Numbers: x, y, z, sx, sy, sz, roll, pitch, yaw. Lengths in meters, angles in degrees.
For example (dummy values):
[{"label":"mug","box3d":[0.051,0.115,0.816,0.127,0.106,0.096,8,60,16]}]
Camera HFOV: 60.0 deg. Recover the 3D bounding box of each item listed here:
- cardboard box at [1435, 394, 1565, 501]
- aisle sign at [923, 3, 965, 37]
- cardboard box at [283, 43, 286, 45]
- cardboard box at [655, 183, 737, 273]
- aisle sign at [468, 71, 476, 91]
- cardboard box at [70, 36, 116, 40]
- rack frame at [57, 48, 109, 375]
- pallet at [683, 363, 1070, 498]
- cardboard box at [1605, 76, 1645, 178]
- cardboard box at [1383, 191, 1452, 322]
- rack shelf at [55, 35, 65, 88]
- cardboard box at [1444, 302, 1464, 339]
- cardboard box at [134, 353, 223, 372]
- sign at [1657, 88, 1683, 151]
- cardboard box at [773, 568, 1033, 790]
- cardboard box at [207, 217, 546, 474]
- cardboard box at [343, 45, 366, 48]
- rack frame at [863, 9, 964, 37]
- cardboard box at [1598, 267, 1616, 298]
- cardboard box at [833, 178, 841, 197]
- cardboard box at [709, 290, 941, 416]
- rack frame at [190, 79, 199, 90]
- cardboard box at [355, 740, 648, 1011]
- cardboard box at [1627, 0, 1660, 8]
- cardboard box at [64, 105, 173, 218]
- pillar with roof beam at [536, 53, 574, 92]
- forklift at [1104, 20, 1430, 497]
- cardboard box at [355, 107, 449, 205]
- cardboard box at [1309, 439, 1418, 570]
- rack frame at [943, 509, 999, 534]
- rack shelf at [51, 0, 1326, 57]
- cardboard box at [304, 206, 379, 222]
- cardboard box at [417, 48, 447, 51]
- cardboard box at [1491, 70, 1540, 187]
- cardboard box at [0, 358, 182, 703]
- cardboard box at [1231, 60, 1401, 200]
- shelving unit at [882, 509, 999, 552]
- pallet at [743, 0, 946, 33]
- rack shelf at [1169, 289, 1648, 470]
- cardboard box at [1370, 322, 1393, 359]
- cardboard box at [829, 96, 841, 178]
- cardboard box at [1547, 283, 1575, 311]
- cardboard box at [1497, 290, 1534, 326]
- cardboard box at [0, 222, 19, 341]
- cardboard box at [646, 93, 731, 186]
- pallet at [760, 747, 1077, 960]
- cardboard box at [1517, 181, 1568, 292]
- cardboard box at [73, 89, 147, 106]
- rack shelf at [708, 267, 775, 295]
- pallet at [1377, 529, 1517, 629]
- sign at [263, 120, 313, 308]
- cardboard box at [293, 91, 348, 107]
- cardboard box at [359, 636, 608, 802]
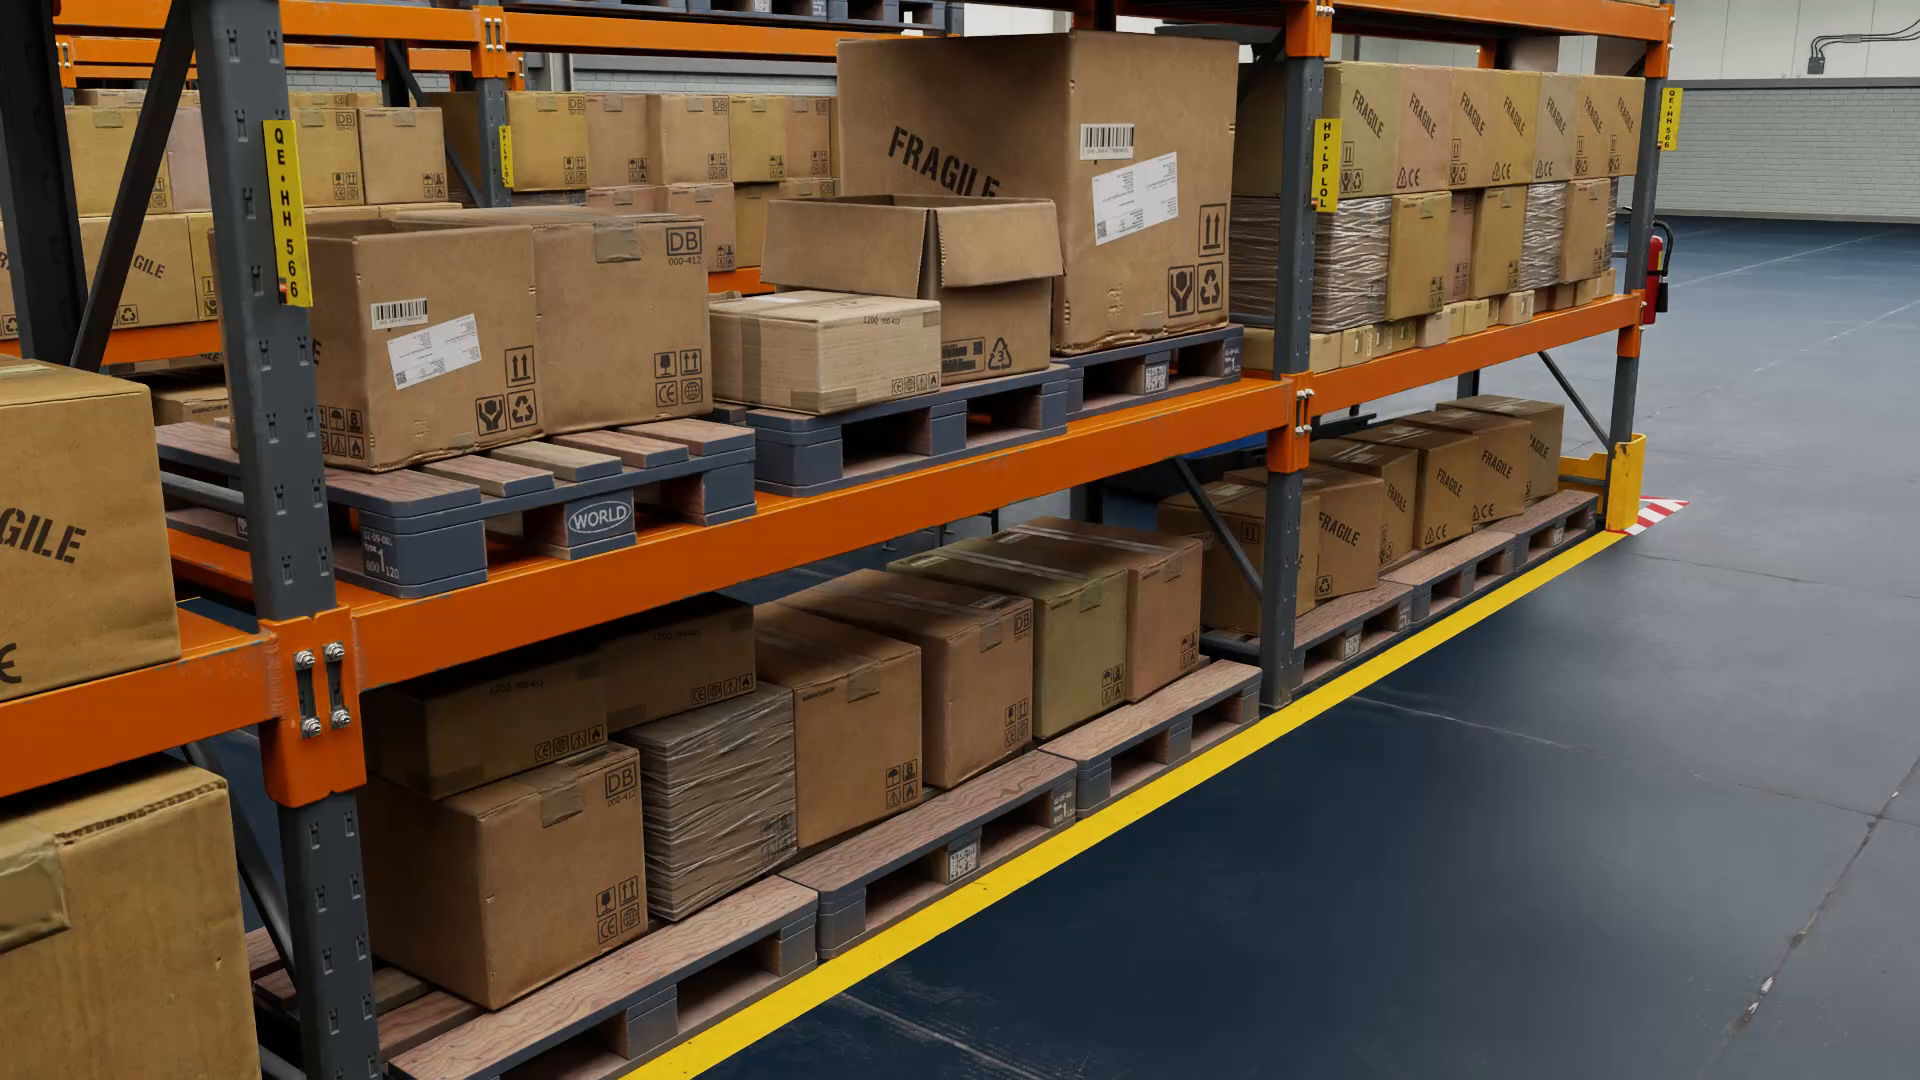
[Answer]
[{"label":"cardboard box","box3d":[2.991,-0.512,9.269,0.500,0.500,0.500,-12,18,-39]},{"label":"aisle sign","box3d":[-0.120,-3.651,12.122,0.394,0.787,0.004,11,18,38]},{"label":"cardboard box","box3d":[-5.561,-3.991,13.161,0.380,0.149,0.250,11,18,36]},{"label":"cardboard box","box3d":[-1.930,-1.997,10.587,0.875,0.550,0.550,11,18,38]},{"label":"aisle sign","box3d":[-4.514,-4.490,15.426,0.394,0.787,0.004,11,18,38]},{"label":"cardboard box","box3d":[-6.435,-3.758,12.243,0.380,0.149,0.250,11,18,37]},{"label":"rack frame","box3d":[-6.826,-2.404,12.495,1.000,3.000,0.127,11,18,38]},{"label":"pallet","box3d":[-0.419,-0.397,4.984,1.003,0.211,1.213,11,18,38]},{"label":"cardboard box","box3d":[3.243,-2.170,8.737,0.500,0.500,0.500,11,18,38]},{"label":"cardboard box","box3d":[1.555,-1.230,7.066,0.875,0.500,0.500,11,18,38]},{"label":"rack shelf","box3d":[-8.083,-3.126,10.707,1.077,0.370,4.000,11,18,38]},{"label":"cardboard box","box3d":[2.018,-0.987,7.425,0.380,0.149,0.250,11,18,38]},{"label":"cardboard box","box3d":[-5.422,-1.290,11.648,0.500,0.500,0.500,11,18,38]},{"label":"sign","box3d":[3.815,-2.261,8.939,0.100,0.325,0.005,11,18,38]},{"label":"cardboard box","box3d":[-0.186,0.437,5.492,0.700,0.500,0.500,9,17,33]},{"label":"cardboard box","box3d":[-1.323,-0.466,3.810,0.500,0.500,0.500,9,17,31]},{"label":"cardboard box","box3d":[-5.145,-4.150,13.784,0.380,0.149,0.250,11,18,36]},{"label":"rack frame","box3d":[-0.398,-2.424,12.571,1.000,3.000,0.127,11,18,38]},{"label":"cardboard box","box3d":[3.378,-1.428,9.164,0.380,0.149,0.250,11,18,38]},{"label":"cardboard box","box3d":[-0.925,-2.310,11.818,0.875,0.550,0.550,11,18,38]},{"label":"cardboard box","box3d":[-0.399,-0.521,4.533,0.500,0.250,0.500,11,18,36]},{"label":"rack frame","box3d":[-8.175,-3.938,18.531,1.000,3.000,0.127,11,18,38]},{"label":"cardboard box","box3d":[-1.226,0.762,4.214,0.700,0.500,0.500,10,17,35]},{"label":"cardboard box","box3d":[3.291,-2.886,8.605,0.500,0.250,0.500,12,18,39]},{"label":"cardboard box","box3d":[-4.178,-1.803,7.893,0.700,0.500,0.500,11,18,37]},{"label":"pillar with roof beam","box3d":[-2.194,-7.334,19.718,9.100,9.000,0.400,11,18,38]},{"label":"forklift","box3d":[2.045,-1.932,10.774,3.031,2.935,1.130,-14,20,-43]},{"label":"cardboard box","box3d":[-3.220,-2.095,9.043,0.700,0.500,0.500,11,18,37]},{"label":"cardboard box","box3d":[1.848,-0.175,7.944,0.500,0.500,0.500,9,17,33]},{"label":"rack frame","box3d":[0.049,-1.033,8.924,0.400,2.100,0.015,11,18,38]},{"label":"rack shelf","box3d":[-0.375,-1.593,4.670,1.077,0.370,4.000,11,18,38]},{"label":"cardboard box","box3d":[-3.350,-1.468,8.607,0.500,0.500,0.500,11,18,37]},{"label":"cardboard box","box3d":[-4.643,-4.292,14.346,0.380,0.149,0.250,12,19,39]},{"label":"cardboard box","box3d":[2.296,-1.884,7.609,0.500,0.500,0.500,11,18,38]},{"label":"cardboard box","box3d":[-1.749,-0.020,2.908,0.500,0.500,0.500,12,19,39]},{"label":"cardboard box","box3d":[1.363,-1.595,6.471,0.500,0.500,0.500,11,18,38]},{"label":"shelving unit","box3d":[-0.104,-0.986,8.740,0.431,2.100,0.503,11,18,38]},{"label":"pallet","box3d":[-0.856,-3.691,11.647,1.003,0.211,1.213,11,18,38]},{"label":"rack shelf","box3d":[2.139,-0.905,8.055,1.077,0.370,4.000,11,18,38]},{"label":"cardboard box","box3d":[1.554,-0.842,6.854,0.380,0.149,0.250,11,18,38]},{"label":"cardboard box","box3d":[-0.935,-2.835,11.693,0.875,0.550,0.550,11,18,38]},{"label":"cardboard box","box3d":[2.934,-1.279,8.577,0.380,0.149,0.250,11,18,38]},{"label":"cardboard box","box3d":[2.517,-1.125,7.969,0.380,0.149,0.250,11,18,38]},{"label":"cardboard box","box3d":[-4.299,-1.179,7.467,0.500,0.500,0.500,11,18,37]},{"label":"cardboard box","box3d":[-1.952,-2.525,10.470,0.875,0.550,0.550,11,18,38]},{"label":"pallet","box3d":[-0.372,0.865,5.290,1.003,0.211,1.213,11,18,38]},{"label":"cardboard box","box3d":[2.460,-1.525,8.226,0.875,0.500,0.500,11,18,38]},{"label":"cardboard box","box3d":[-6.381,-3.132,12.523,0.700,0.500,0.500,11,18,37]},{"label":"rack shelf","box3d":[-1.655,-1.692,11.152,1.077,0.370,4.000,11,18,38]},{"label":"pallet","box3d":[2.043,0.112,8.253,1.003,0.211,1.213,11,18,38]},{"label":"sign","box3d":[-1.198,-0.581,2.965,0.100,0.325,0.005,11,18,38]},{"label":"cardboard box","box3d":[-5.449,-3.433,13.705,0.700,0.500,0.500,11,18,37]},{"label":"cardboard box","box3d":[-1.234,0.397,4.128,0.500,0.250,0.500,12,19,40]}]
